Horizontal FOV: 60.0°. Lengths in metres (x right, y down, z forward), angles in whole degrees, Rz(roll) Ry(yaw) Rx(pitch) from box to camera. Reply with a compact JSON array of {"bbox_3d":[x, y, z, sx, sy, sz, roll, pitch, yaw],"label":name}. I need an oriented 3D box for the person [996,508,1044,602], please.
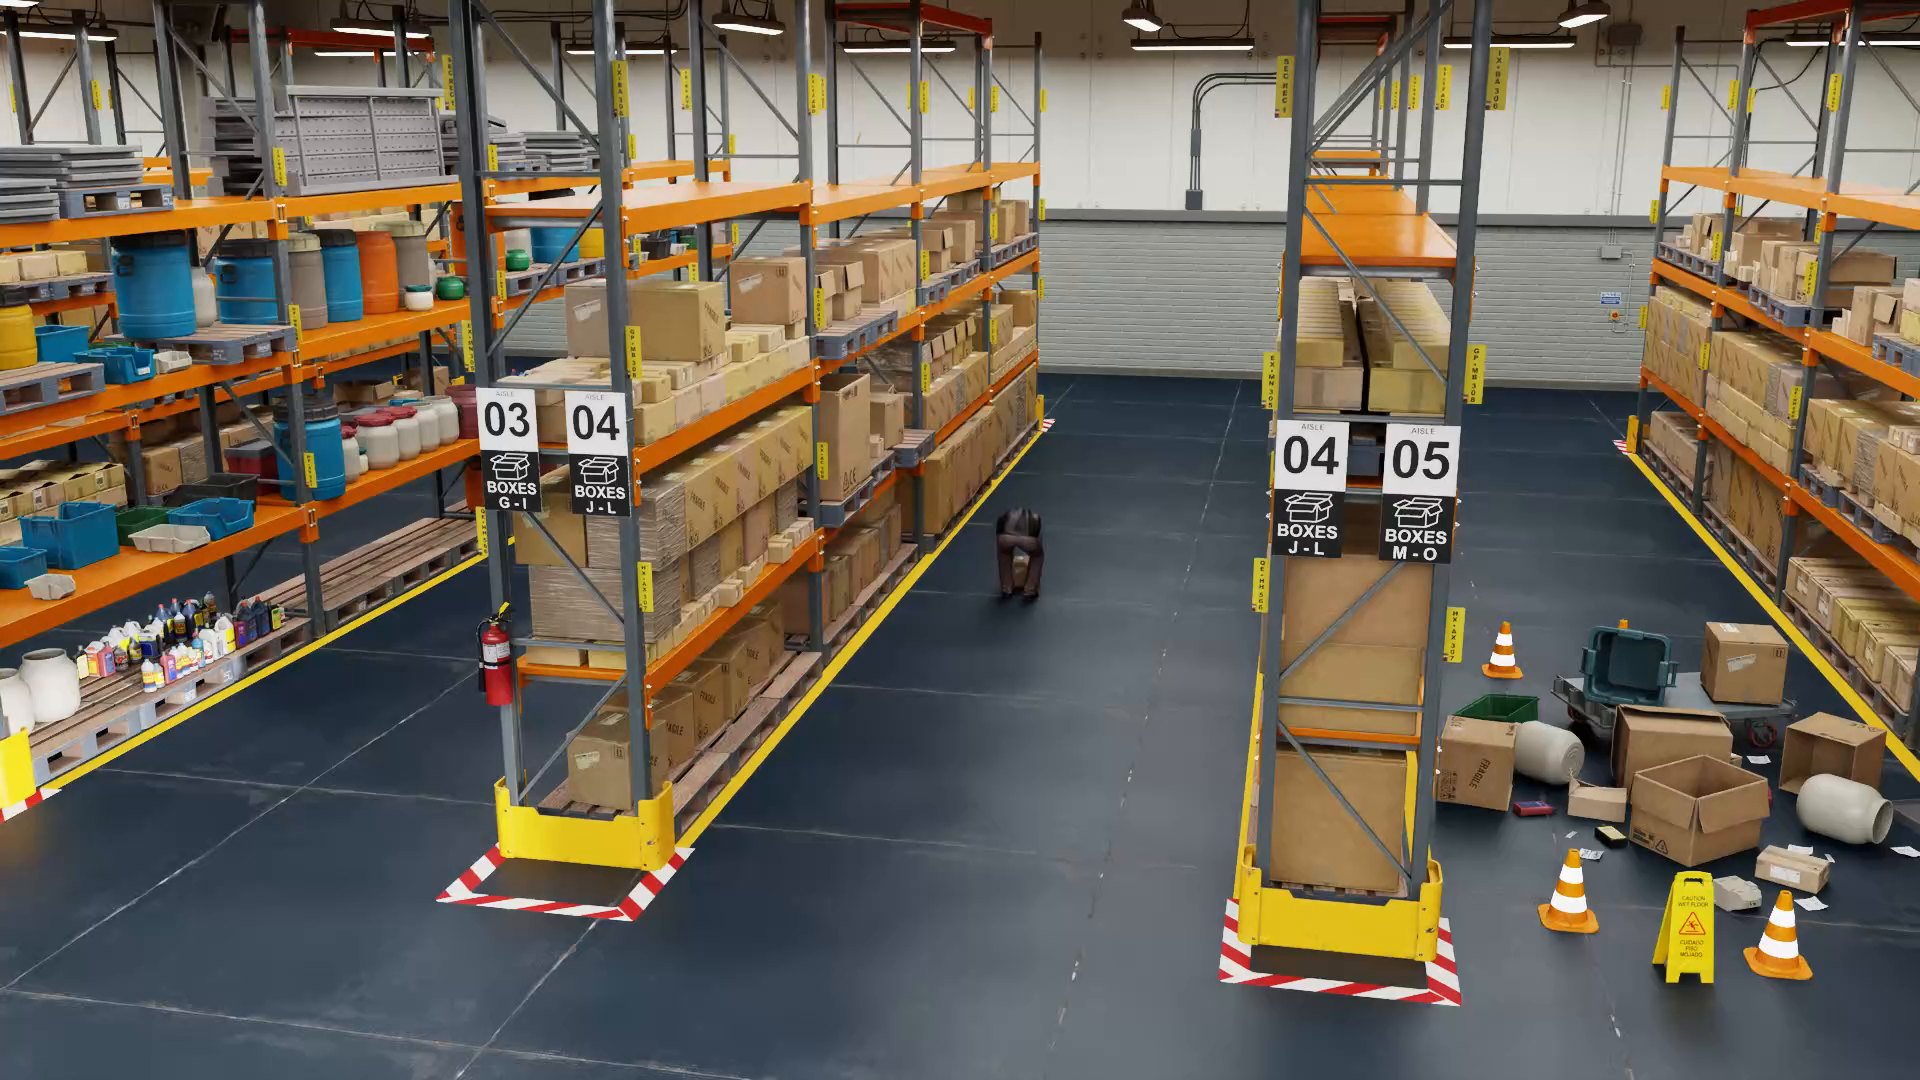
[{"bbox_3d":[0.628,0.097,17.225,0.501,0.946,0.943,2,15,9],"label":"person"}]
